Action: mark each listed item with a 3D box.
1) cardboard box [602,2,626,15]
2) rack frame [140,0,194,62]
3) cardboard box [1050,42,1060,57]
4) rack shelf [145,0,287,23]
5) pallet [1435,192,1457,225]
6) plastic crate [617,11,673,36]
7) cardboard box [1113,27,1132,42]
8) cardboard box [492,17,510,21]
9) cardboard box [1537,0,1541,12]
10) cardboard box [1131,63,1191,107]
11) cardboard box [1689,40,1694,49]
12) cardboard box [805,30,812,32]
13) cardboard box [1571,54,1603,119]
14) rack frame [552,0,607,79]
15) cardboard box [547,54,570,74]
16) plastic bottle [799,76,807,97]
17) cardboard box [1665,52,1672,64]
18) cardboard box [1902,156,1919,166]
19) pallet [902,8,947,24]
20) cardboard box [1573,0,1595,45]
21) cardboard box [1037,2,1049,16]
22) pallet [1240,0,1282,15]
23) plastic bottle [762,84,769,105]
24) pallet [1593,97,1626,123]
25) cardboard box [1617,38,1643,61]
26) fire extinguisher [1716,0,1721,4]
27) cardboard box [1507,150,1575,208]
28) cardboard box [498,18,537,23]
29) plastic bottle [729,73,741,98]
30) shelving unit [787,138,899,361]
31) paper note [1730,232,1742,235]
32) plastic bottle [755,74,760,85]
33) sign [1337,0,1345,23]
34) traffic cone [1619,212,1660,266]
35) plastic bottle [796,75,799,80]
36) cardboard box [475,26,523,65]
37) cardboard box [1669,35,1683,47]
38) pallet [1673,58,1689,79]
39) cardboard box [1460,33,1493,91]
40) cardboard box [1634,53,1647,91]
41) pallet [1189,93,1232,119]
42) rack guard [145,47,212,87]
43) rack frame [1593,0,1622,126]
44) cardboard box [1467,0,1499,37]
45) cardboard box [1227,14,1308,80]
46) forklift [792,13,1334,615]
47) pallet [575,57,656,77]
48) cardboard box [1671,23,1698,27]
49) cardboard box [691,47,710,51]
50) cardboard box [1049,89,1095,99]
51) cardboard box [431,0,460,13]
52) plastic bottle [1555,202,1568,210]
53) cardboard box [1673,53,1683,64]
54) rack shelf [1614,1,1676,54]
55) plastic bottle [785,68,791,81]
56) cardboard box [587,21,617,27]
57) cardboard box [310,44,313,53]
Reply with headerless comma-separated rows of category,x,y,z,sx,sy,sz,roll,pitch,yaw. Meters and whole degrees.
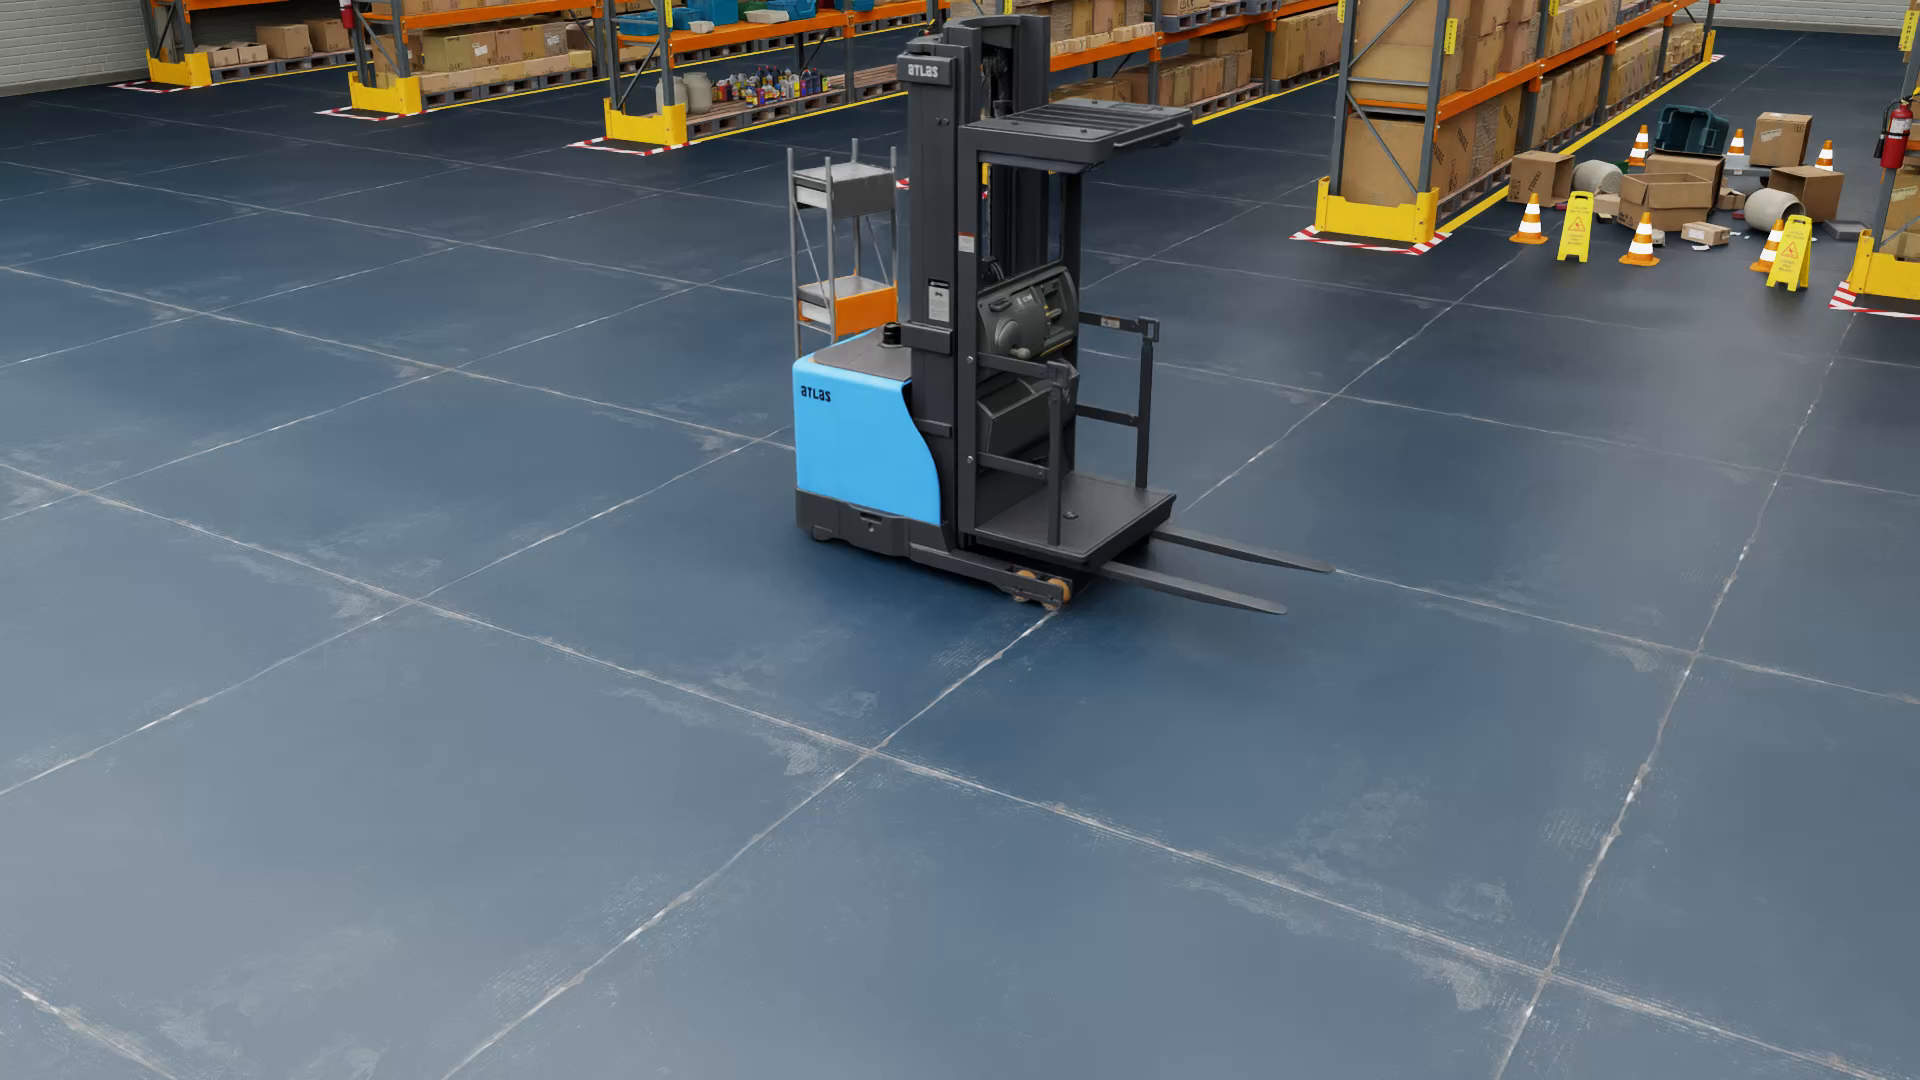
cardboard box,-7.365,-11.123,33.845,0.750,0.750,0.750,14,27,29
rack frame,-12.551,-8.701,26.074,1.000,3.000,0.127,14,27,29
cardboard box,0.971,-5.852,19.807,0.380,0.149,0.250,14,27,29
rack shelf,-11.497,-9.046,27.776,1.077,0.370,4.000,14,27,29
pallet,4.589,-3.520,17.616,1.003,0.211,1.213,14,27,29
plastic crate,-4.125,-6.789,21.843,0.499,0.251,0.616,14,27,29
cardboard box,1.959,-6.426,21.134,0.380,0.149,0.250,14,27,29
cardboard box,-9.038,-10.053,31.789,0.700,0.500,0.500,14,27,29
cardboard box,6.600,-6.537,19.691,0.700,0.500,0.500,13,27,28
cardboard box,2.793,-6.352,23.240,0.700,0.500,0.500,14,27,29
cardboard box,12.103,-8.344,27.934,0.380,0.149,0.250,14,27,30
cardboard box,-3.098,-9.859,31.342,0.500,0.500,0.500,13,27,28
cardboard box,8.056,-6.188,22.571,1.050,0.750,0.750,13,27,28
rack frame,-6.231,-9.015,26.798,1.000,3.000,0.127,14,27,29
cardboard box,-6.562,-7.577,26.408,0.500,0.250,0.500,14,27,29
plastic bottle,-2.272,-6.524,23.911,0.061,0.283,0.133,16,28,32
cardboard box,11.026,-7.640,26.308,0.380,0.149,0.250,15,28,31
cardboard box,8.830,-3.546,15.338,0.380,0.149,0.250,15,27,30
pallet,-1.005,-11.080,35.079,1.003,0.211,1.213,14,27,29
cardboard box,7.649,-6.541,20.958,0.500,0.500,0.500,14,27,30
cardboard box,0.548,-6.144,19.665,0.875,0.500,0.500,14,27,29
pallet,4.007,-7.937,24.549,1.213,0.211,1.003,14,27,29
plastic bottle,-2.733,-6.237,23.263,0.097,0.271,0.097,0,23,0
pallet,8.867,-6.198,23.801,1.003,0.211,1.213,14,27,29
cardboard box,9.562,-7.121,24.098,0.500,0.250,0.500,14,27,29
fire extinguisher,13.198,-9.696,28.938,0.296,0.674,0.183,14,27,29
cardboard box,6.396,-3.979,18.309,0.500,0.500,0.500,20,30,38
cardboard box,-6.999,-8.028,26.508,0.500,0.500,0.500,14,27,29
plastic bottle,-3.225,-6.506,23.784,0.144,0.351,0.185,15,28,31
shelving unit,-0.698,-1.350,10.224,0.503,2.100,0.431,-20,30,-38
paper note,7.875,-3.134,16.966,0.142,0.019,0.148,-17,29,-35
plastic bottle,-2.949,-6.618,24.143,0.097,0.271,0.097,0,23,0
sign,3.780,-5.272,16.397,0.100,0.325,0.005,14,27,29
traffic cone,6.501,-2.880,15.820,0.336,0.463,0.334,14,27,29
plastic bottle,-2.360,-6.607,24.112,0.152,0.276,0.135,14,27,29
cardboard box,-7.076,-7.580,25.472,0.500,0.500,0.500,14,27,29
cardboard box,11.530,-8.132,27.070,0.380,0.149,0.250,15,27,30
pallet,11.530,-7.932,27.806,1.003,0.211,1.213,14,27,29
cardboard box,5.064,-5.070,17.498,0.875,0.550,0.550,14,27,29
cardboard box,9.842,-6.962,24.673,0.500,0.500,0.500,13,27,28
pallet,3.235,-6.334,24.116,1.003,0.211,1.213,14,27,29
rack guard,-12.511,-7.580,26.630,1.175,0.500,0.348,14,27,29
rack frame,8.453,-7.214,22.638,1.000,3.000,0.127,14,27,29
cardboard box,5.085,-5.561,17.272,0.875,0.550,0.550,14,27,29
cardboard box,4.675,-7.734,25.985,1.225,0.875,0.875,12,26,27
forklift,0.545,-1.211,8.857,3.031,2.935,1.130,15,27,30
pallet,-5.876,-7.992,27.945,1.003,0.211,1.213,14,27,29
cardboard box,12.428,-8.767,28.537,0.380,0.149,0.250,14,27,30
cardboard box,-4.728,-8.723,29.057,0.500,0.250,0.500,15,27,30
cardboard box,1.382,-5.435,21.148,0.500,0.500,0.500,11,26,24
cardboard box,-7.811,-8.044,24.429,0.700,0.500,0.500,15,27,30
plastic bottle,6.603,-3.609,18.011,0.283,0.061,0.133,5,24,11
cardboard box,11.678,-7.950,27.399,0.380,0.149,0.250,13,27,28
rack shelf,9.508,-7.559,24.340,1.077,0.370,4.000,14,27,29
plastic bottle,-2.565,-6.909,24.815,0.097,0.271,0.097,0,23,0
cardboard box,-5.992,-8.577,28.012,0.500,0.311,0.500,15,27,30
cardboard box,-11.302,-8.409,28.435,0.380,0.149,0.250,12,26,25
